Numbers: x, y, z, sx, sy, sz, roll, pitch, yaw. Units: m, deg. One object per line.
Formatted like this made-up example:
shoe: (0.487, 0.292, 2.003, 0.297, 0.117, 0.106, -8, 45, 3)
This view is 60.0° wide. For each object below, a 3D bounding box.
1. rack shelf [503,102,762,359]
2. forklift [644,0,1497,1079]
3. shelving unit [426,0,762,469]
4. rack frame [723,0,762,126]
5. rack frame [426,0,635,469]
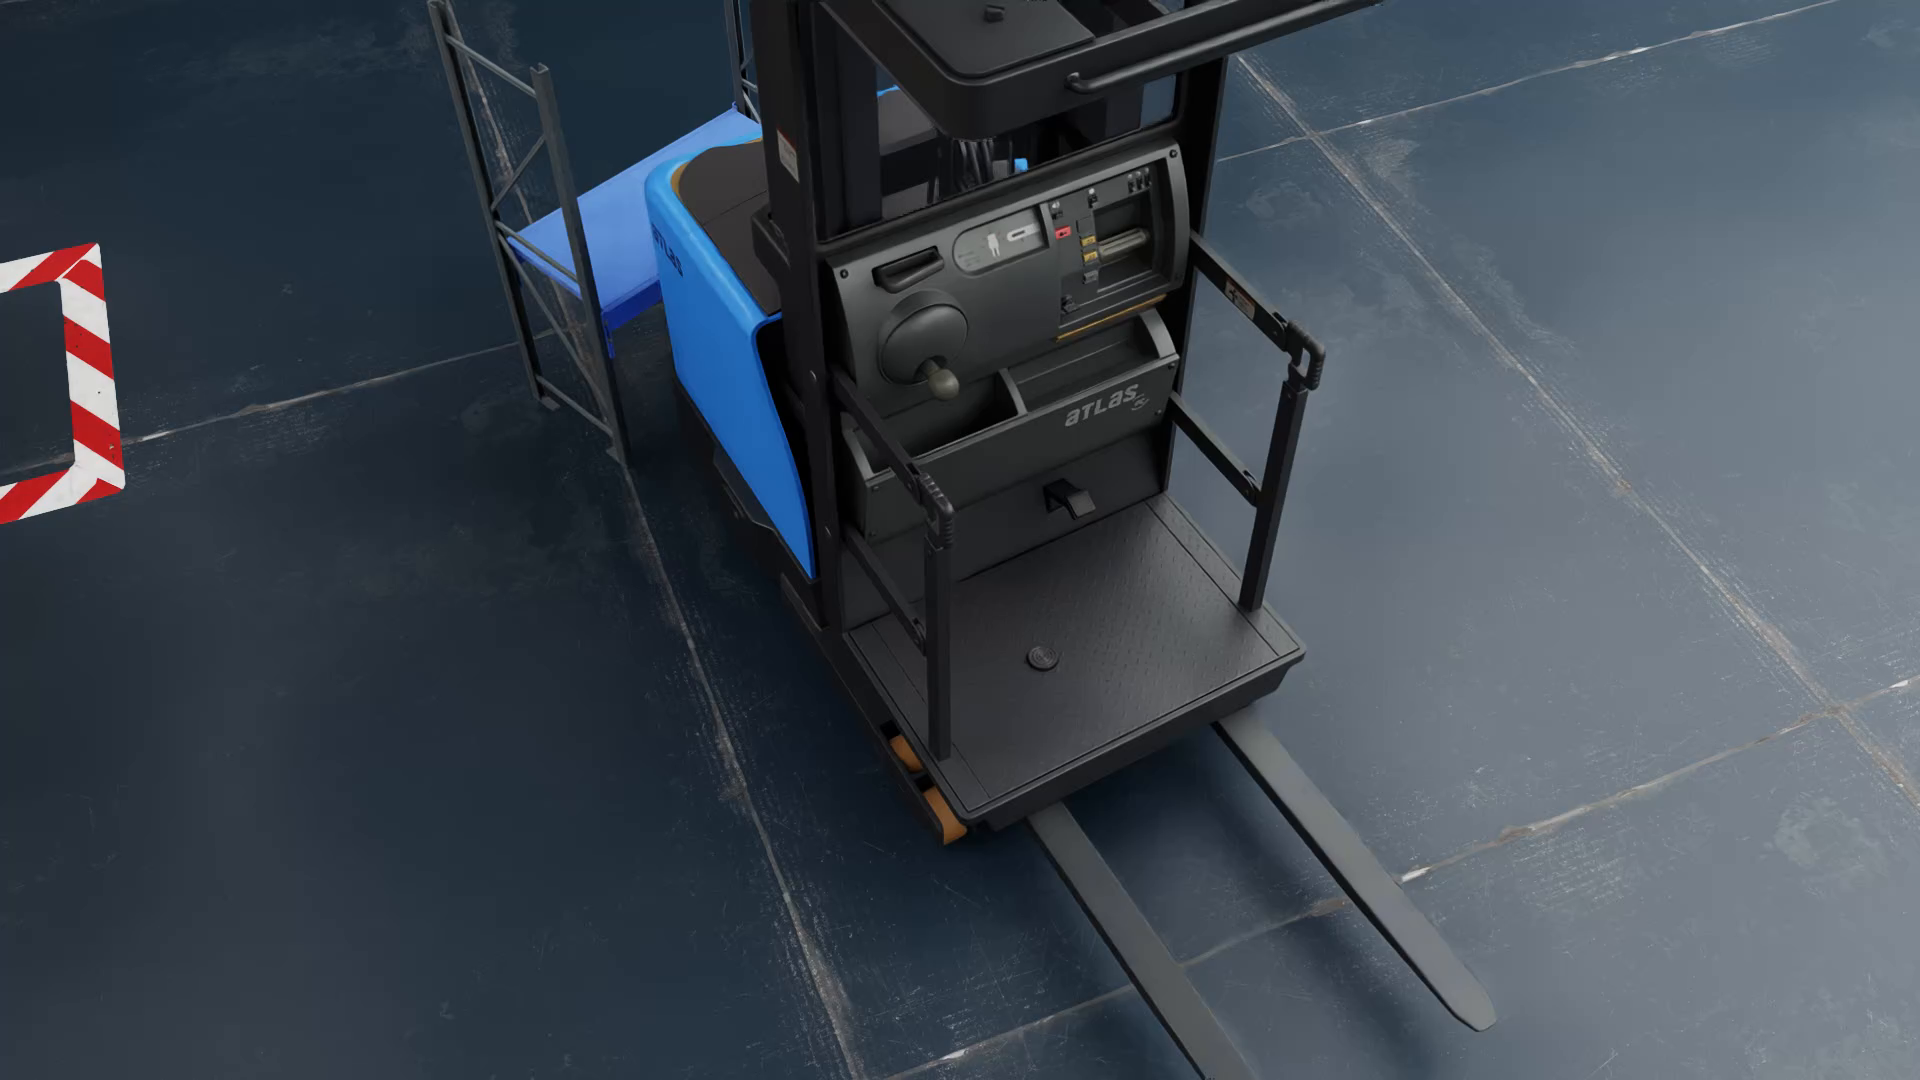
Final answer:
rack shelf: (-0.916, -1.024, 5.377, 0.538, 0.185, 1.000, 35, 58, 26)
forklift: (0.245, -0.532, 3.775, 1.130, 2.935, 3.031, -23, 53, -19)
shelving unit: (-0.916, -1.141, 5.241, 0.538, 1.500, 1.048, 35, 58, 26)
rack frame: (-0.570, -1.423, 5.484, 0.500, 1.500, 0.032, 35, 58, 26)
rack frame: (-1.262, -0.858, 4.998, 0.500, 1.500, 0.032, 35, 58, 26)
